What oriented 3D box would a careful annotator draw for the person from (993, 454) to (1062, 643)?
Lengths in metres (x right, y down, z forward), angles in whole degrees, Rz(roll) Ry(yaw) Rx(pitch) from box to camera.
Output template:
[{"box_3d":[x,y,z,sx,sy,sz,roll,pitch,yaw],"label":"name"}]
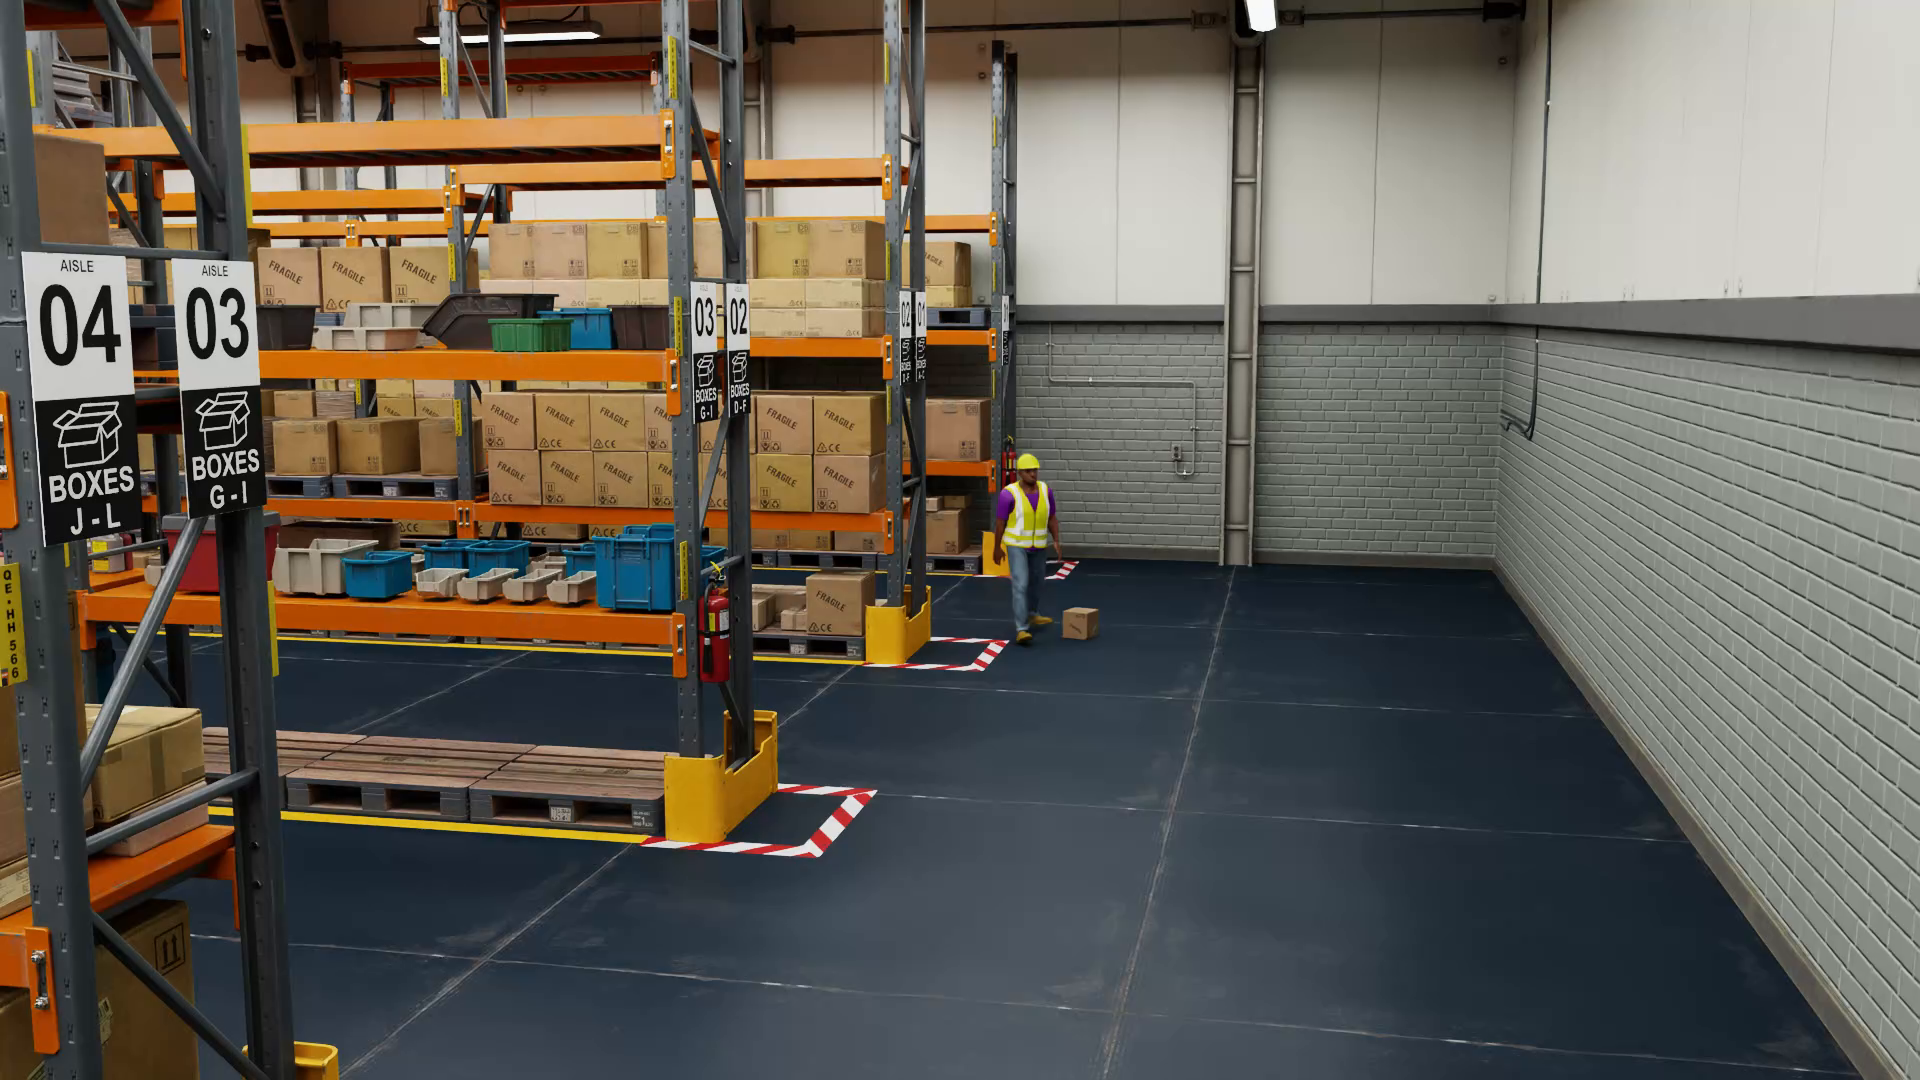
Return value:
[{"box_3d":[0.670,0.054,15.470,0.701,1.742,0.862,-4,9,-28],"label":"person"}]
